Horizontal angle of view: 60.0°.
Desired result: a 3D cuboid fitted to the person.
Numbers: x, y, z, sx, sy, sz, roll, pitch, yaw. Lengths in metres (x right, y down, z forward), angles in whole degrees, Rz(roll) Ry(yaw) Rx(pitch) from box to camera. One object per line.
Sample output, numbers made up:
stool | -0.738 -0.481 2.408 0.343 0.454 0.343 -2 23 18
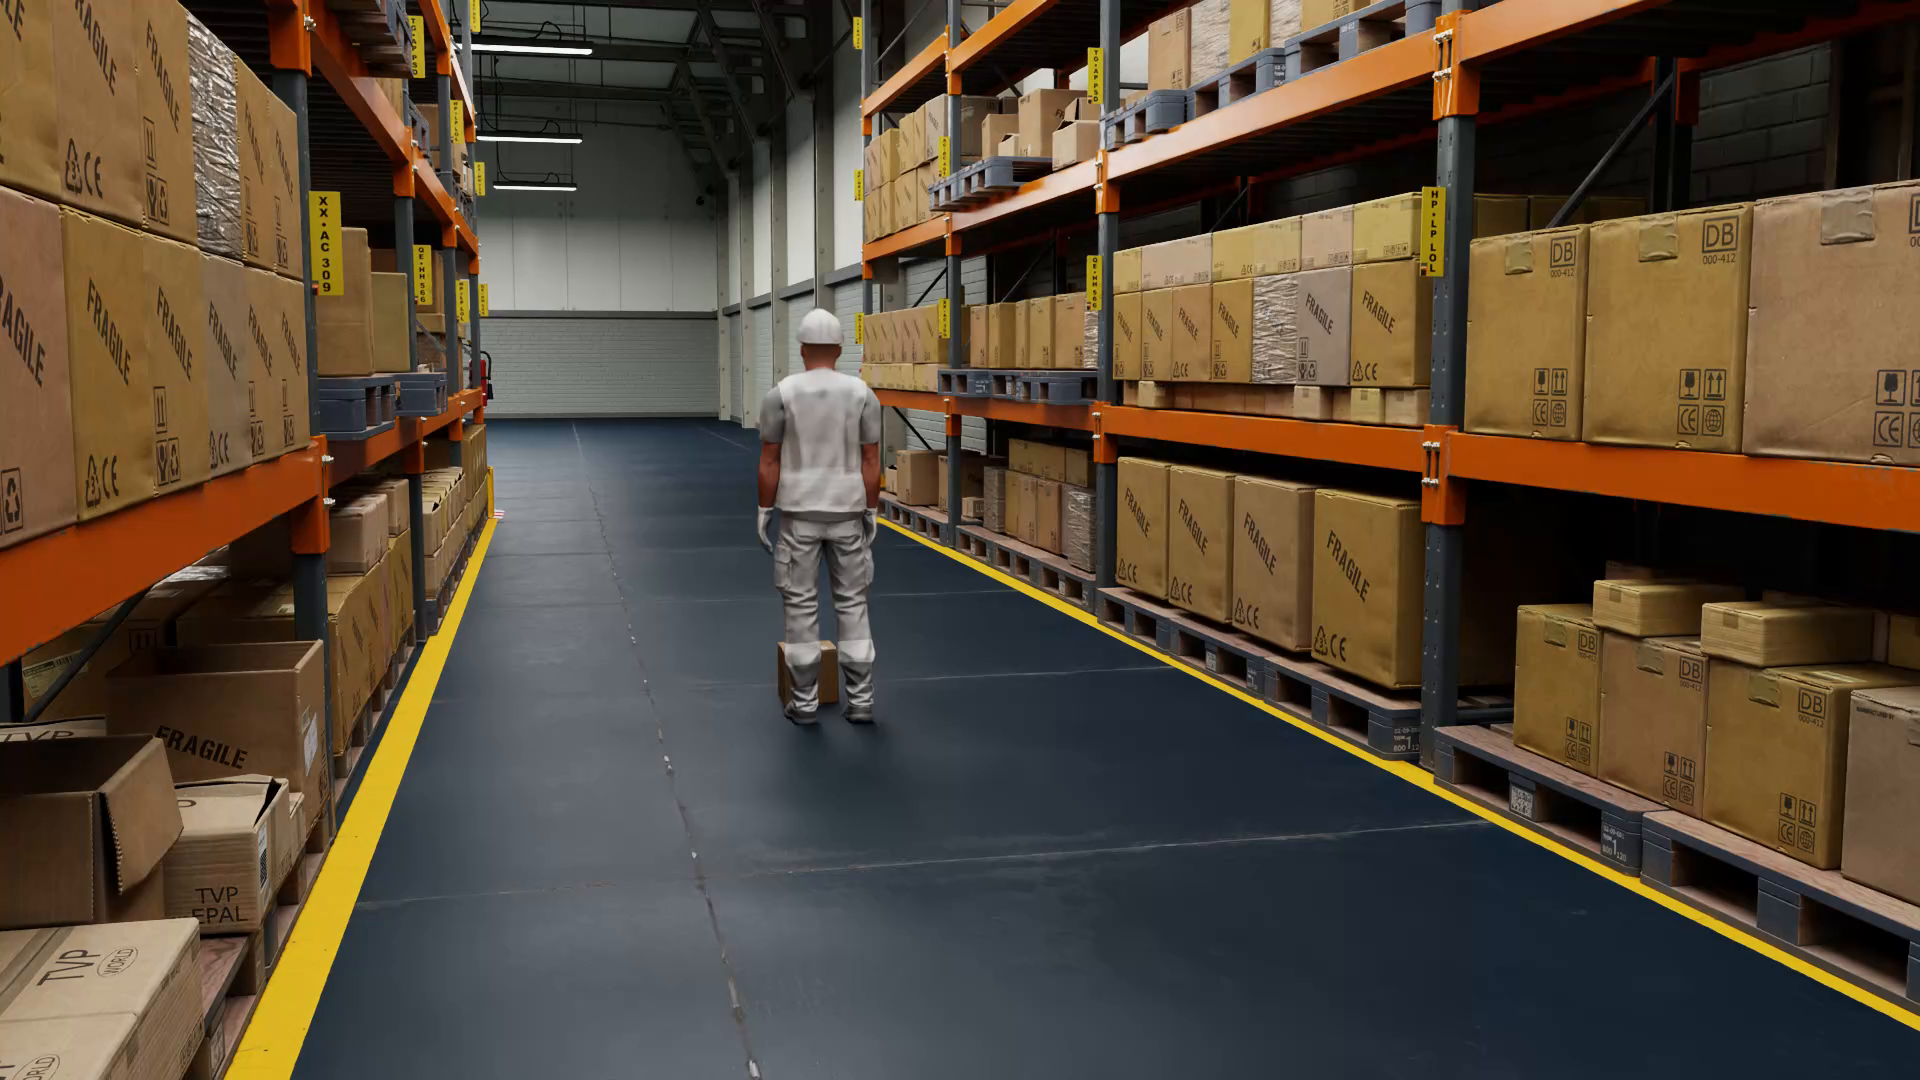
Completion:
person | -0.612 -0.085 7.215 0.534 1.821 0.347 -1 6 -12
